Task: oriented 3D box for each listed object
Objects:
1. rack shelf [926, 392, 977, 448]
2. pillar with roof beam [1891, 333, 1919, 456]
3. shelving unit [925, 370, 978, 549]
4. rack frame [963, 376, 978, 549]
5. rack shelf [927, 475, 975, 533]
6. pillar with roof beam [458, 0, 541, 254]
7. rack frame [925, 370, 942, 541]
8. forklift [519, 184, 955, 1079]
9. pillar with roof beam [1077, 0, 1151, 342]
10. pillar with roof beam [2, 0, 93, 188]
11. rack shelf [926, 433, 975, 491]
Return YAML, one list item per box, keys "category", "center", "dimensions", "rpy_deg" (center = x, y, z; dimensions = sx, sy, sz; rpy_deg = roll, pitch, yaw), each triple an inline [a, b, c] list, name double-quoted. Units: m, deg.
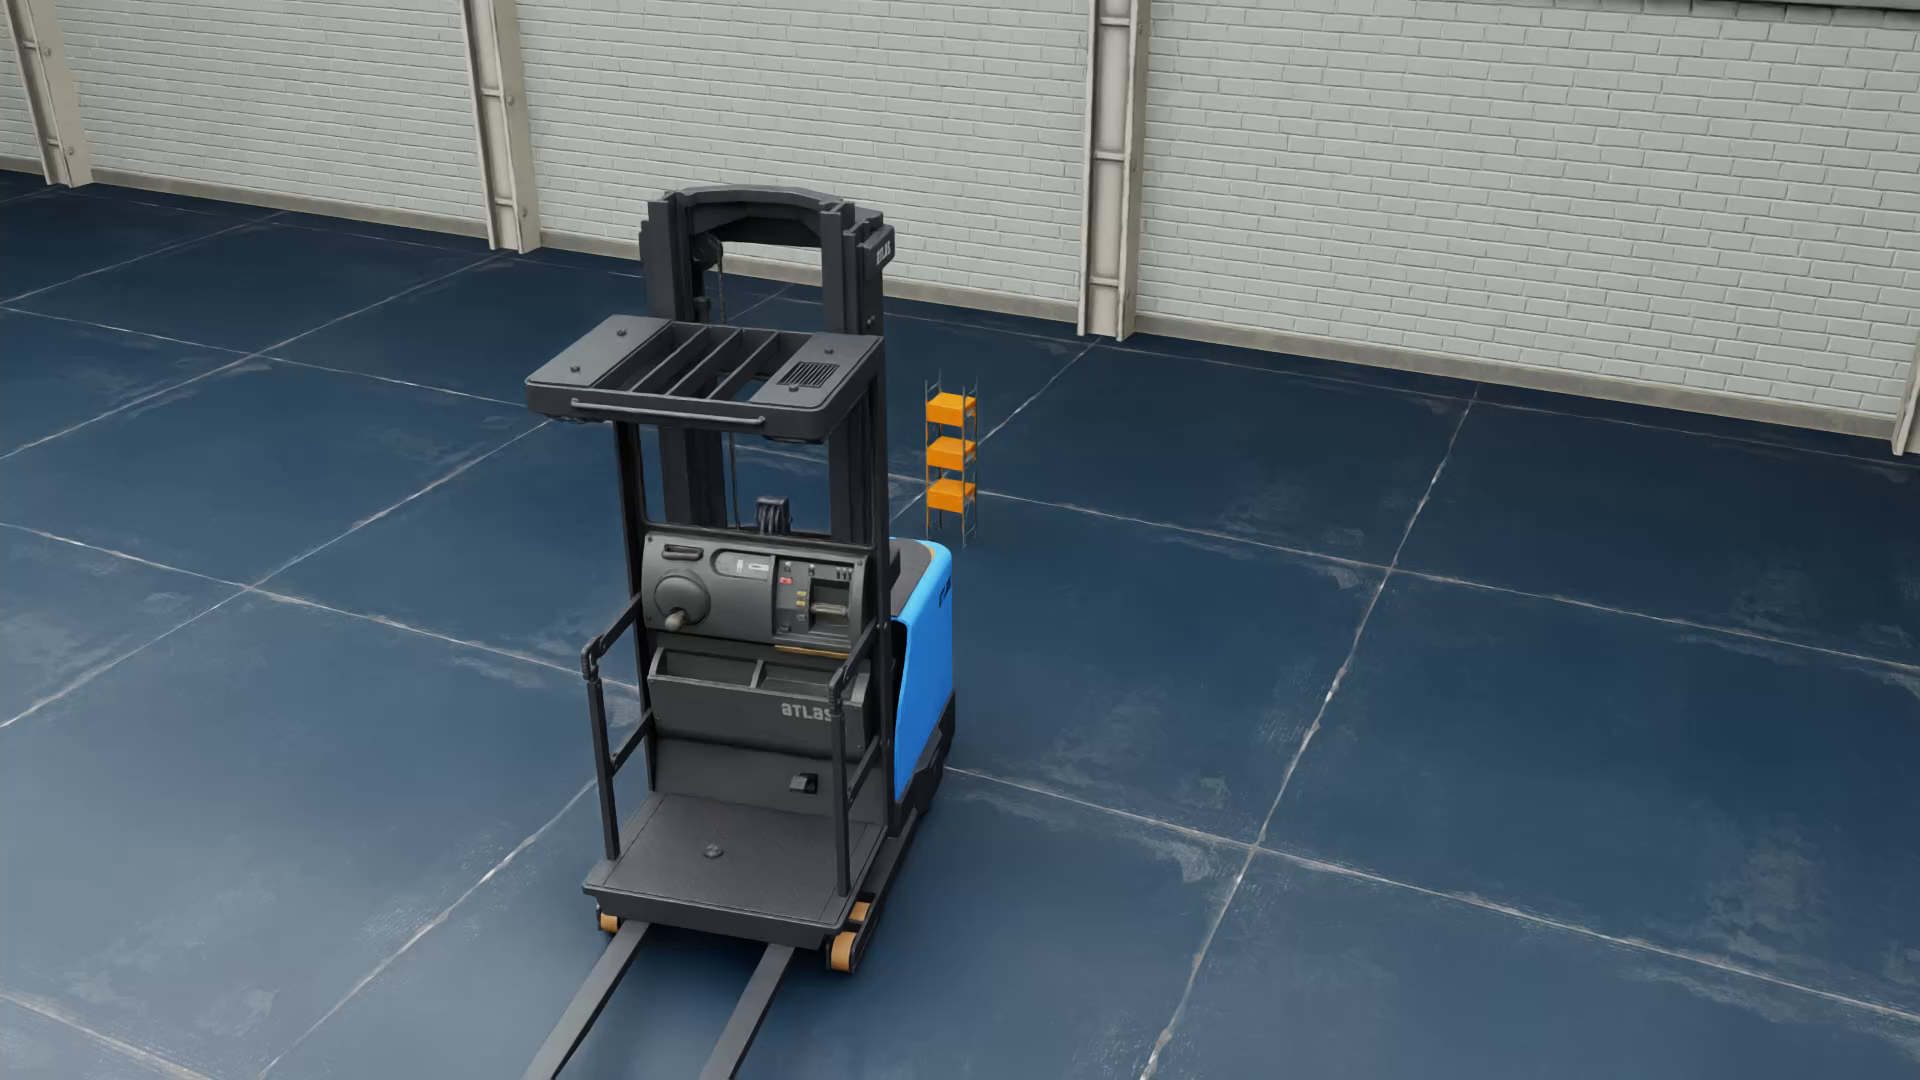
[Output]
- category: "rack shelf"
  center: [-0.049, -0.726, 9.917]
  dimensions: [0.240, 0.259, 0.215]
  rpy_deg: [11, 28, 22]
- category: "pillar with roof beam"
  center: [4.886, -2.921, 5.996]
  dimensions: [0.400, 9.000, 9.100]
  rpy_deg: [11, 28, 22]
- category: "shelving unit"
  center: [-0.049, -0.481, 10.038]
  dimensions: [0.252, 1.050, 0.215]
  rpy_deg: [11, 28, 22]
- category: "rack frame"
  center: [0.062, -0.458, 9.993]
  dimensions: [0.008, 1.050, 0.200]
  rpy_deg: [11, 28, 22]
- category: "rack shelf"
  center: [-0.049, -0.222, 10.165]
  dimensions: [0.240, 0.259, 0.215]
  rpy_deg: [11, 28, 22]
- category: "pillar with roof beam"
  center: [-6.037, -5.115, 10.452]
  dimensions: [0.400, 9.000, 9.100]
  rpy_deg: [11, 28, 22]
- category: "rack frame"
  center: [-0.160, -0.503, 10.083]
  dimensions: [0.008, 1.050, 0.200]
  rpy_deg: [11, 28, 22]
- category: "forklift"
  center: [-0.875, 0.241, 6.441]
  dimensions: [1.130, 2.935, 3.031]
  rpy_deg: [6, 27, 12]
- category: "pillar with roof beam"
  center: [-0.576, -4.018, 8.224]
  dimensions: [0.400, 9.000, 9.100]
  rpy_deg: [11, 28, 22]
- category: "pillar with roof beam"
  center: [-11.499, -6.212, 12.680]
  dimensions: [0.400, 9.000, 9.100]
  rpy_deg: [11, 28, 22]
- category: "rack shelf"
  center: [-0.049, -0.471, 10.043]
  dimensions: [0.240, 0.259, 0.215]
  rpy_deg: [11, 28, 22]
